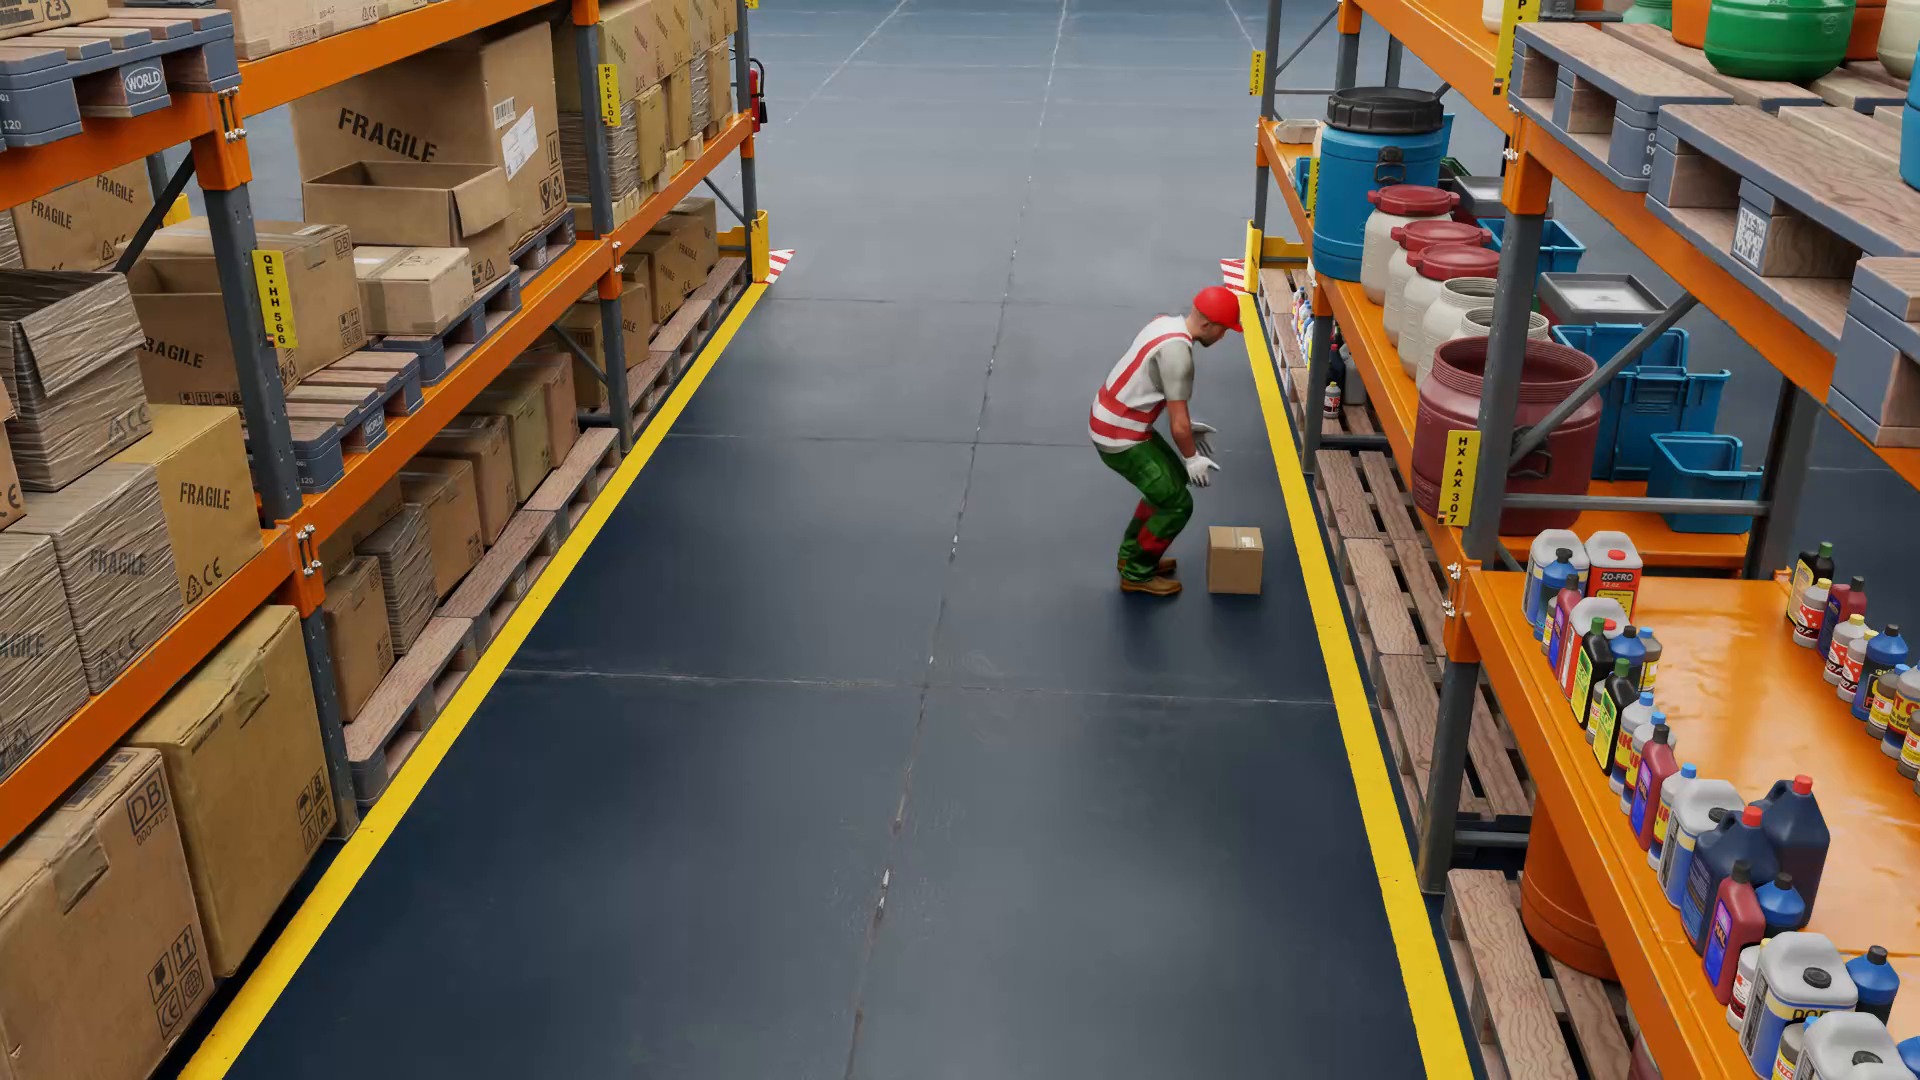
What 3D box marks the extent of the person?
[{"bbox_3d":[0.973,-0.499,8.032,0.711,1.500,0.581,2,24,4],"label":"person"}]
